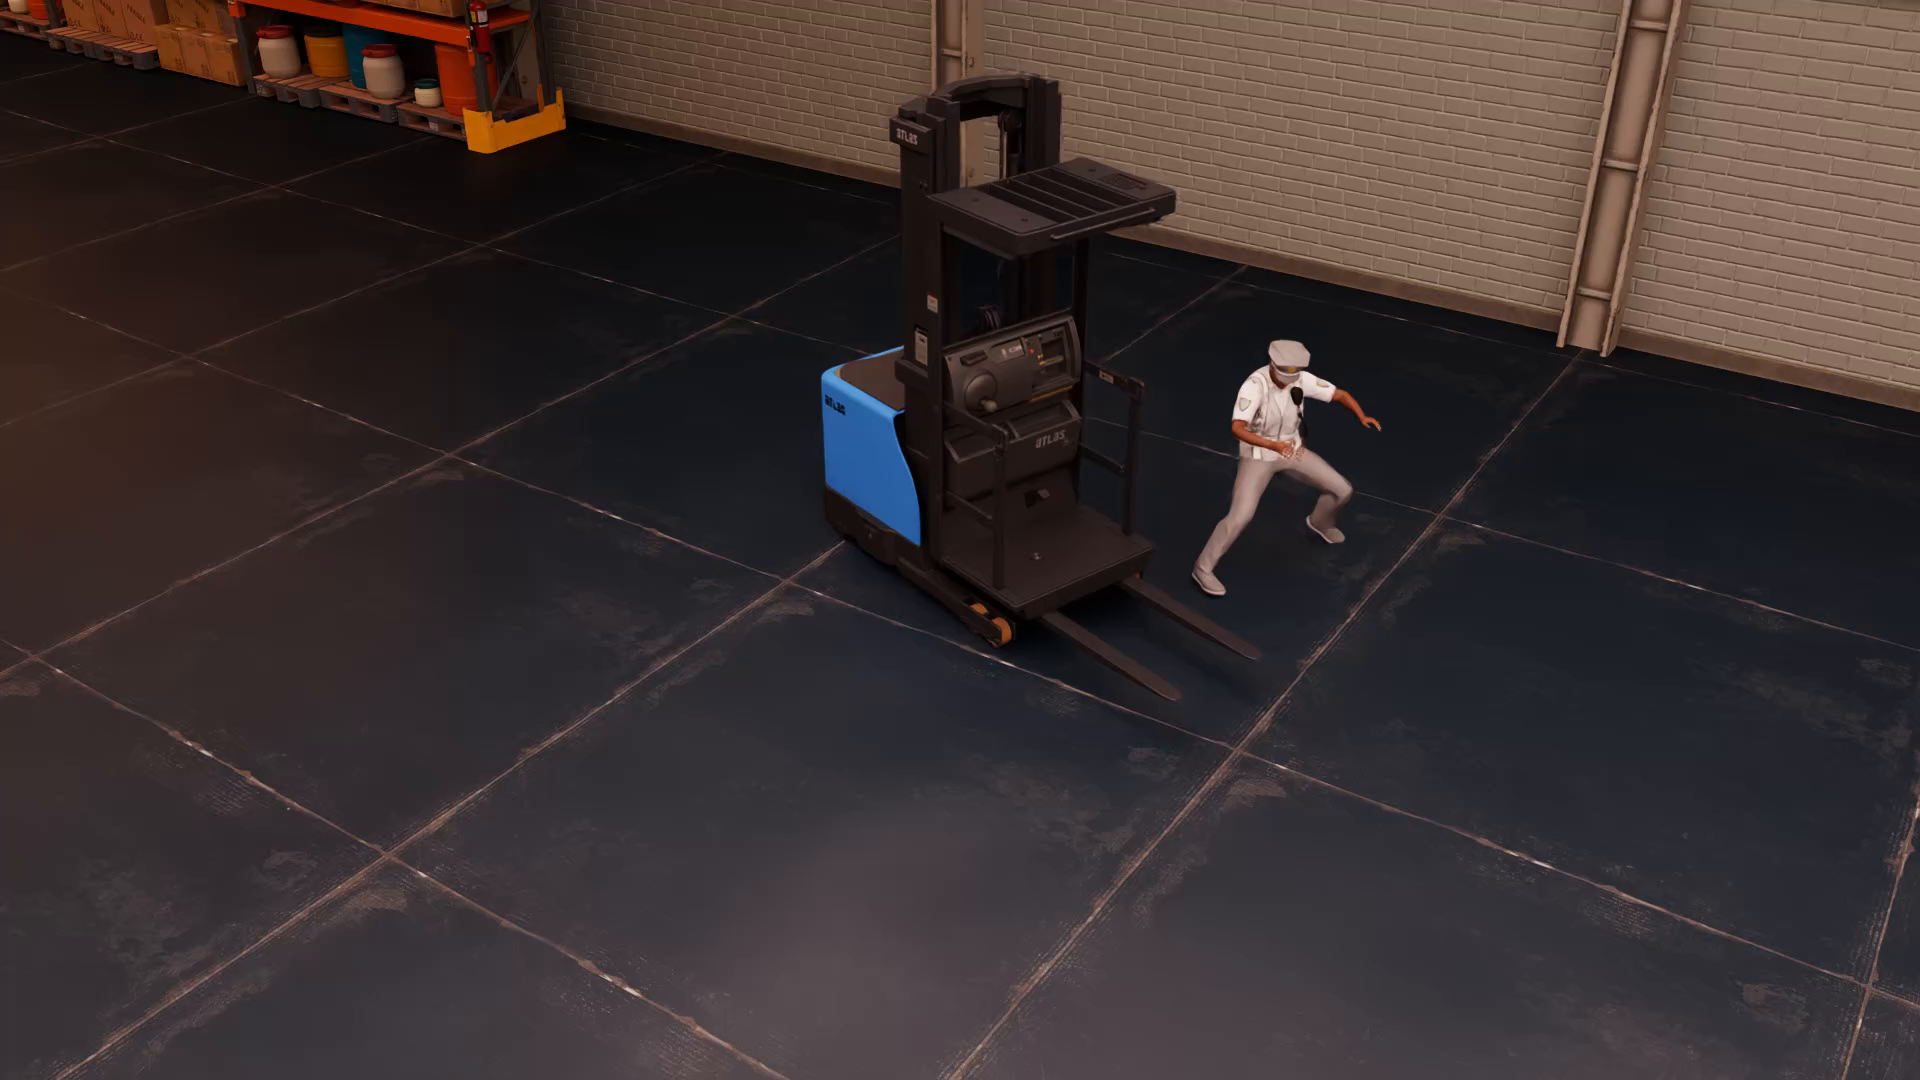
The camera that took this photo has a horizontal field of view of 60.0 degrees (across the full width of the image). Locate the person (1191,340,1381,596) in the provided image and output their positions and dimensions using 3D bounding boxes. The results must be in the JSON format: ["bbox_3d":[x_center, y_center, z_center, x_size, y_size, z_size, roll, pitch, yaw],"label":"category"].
[{"bbox_3d":[1.927,-0.468,9.902,1.113,1.459,0.656,-7,31,-12],"label":"person"}]

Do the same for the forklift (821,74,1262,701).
[{"bbox_3d":[0.438,-0.942,9.203,1.130,2.935,3.031,-22,36,-32],"label":"forklift"}]
